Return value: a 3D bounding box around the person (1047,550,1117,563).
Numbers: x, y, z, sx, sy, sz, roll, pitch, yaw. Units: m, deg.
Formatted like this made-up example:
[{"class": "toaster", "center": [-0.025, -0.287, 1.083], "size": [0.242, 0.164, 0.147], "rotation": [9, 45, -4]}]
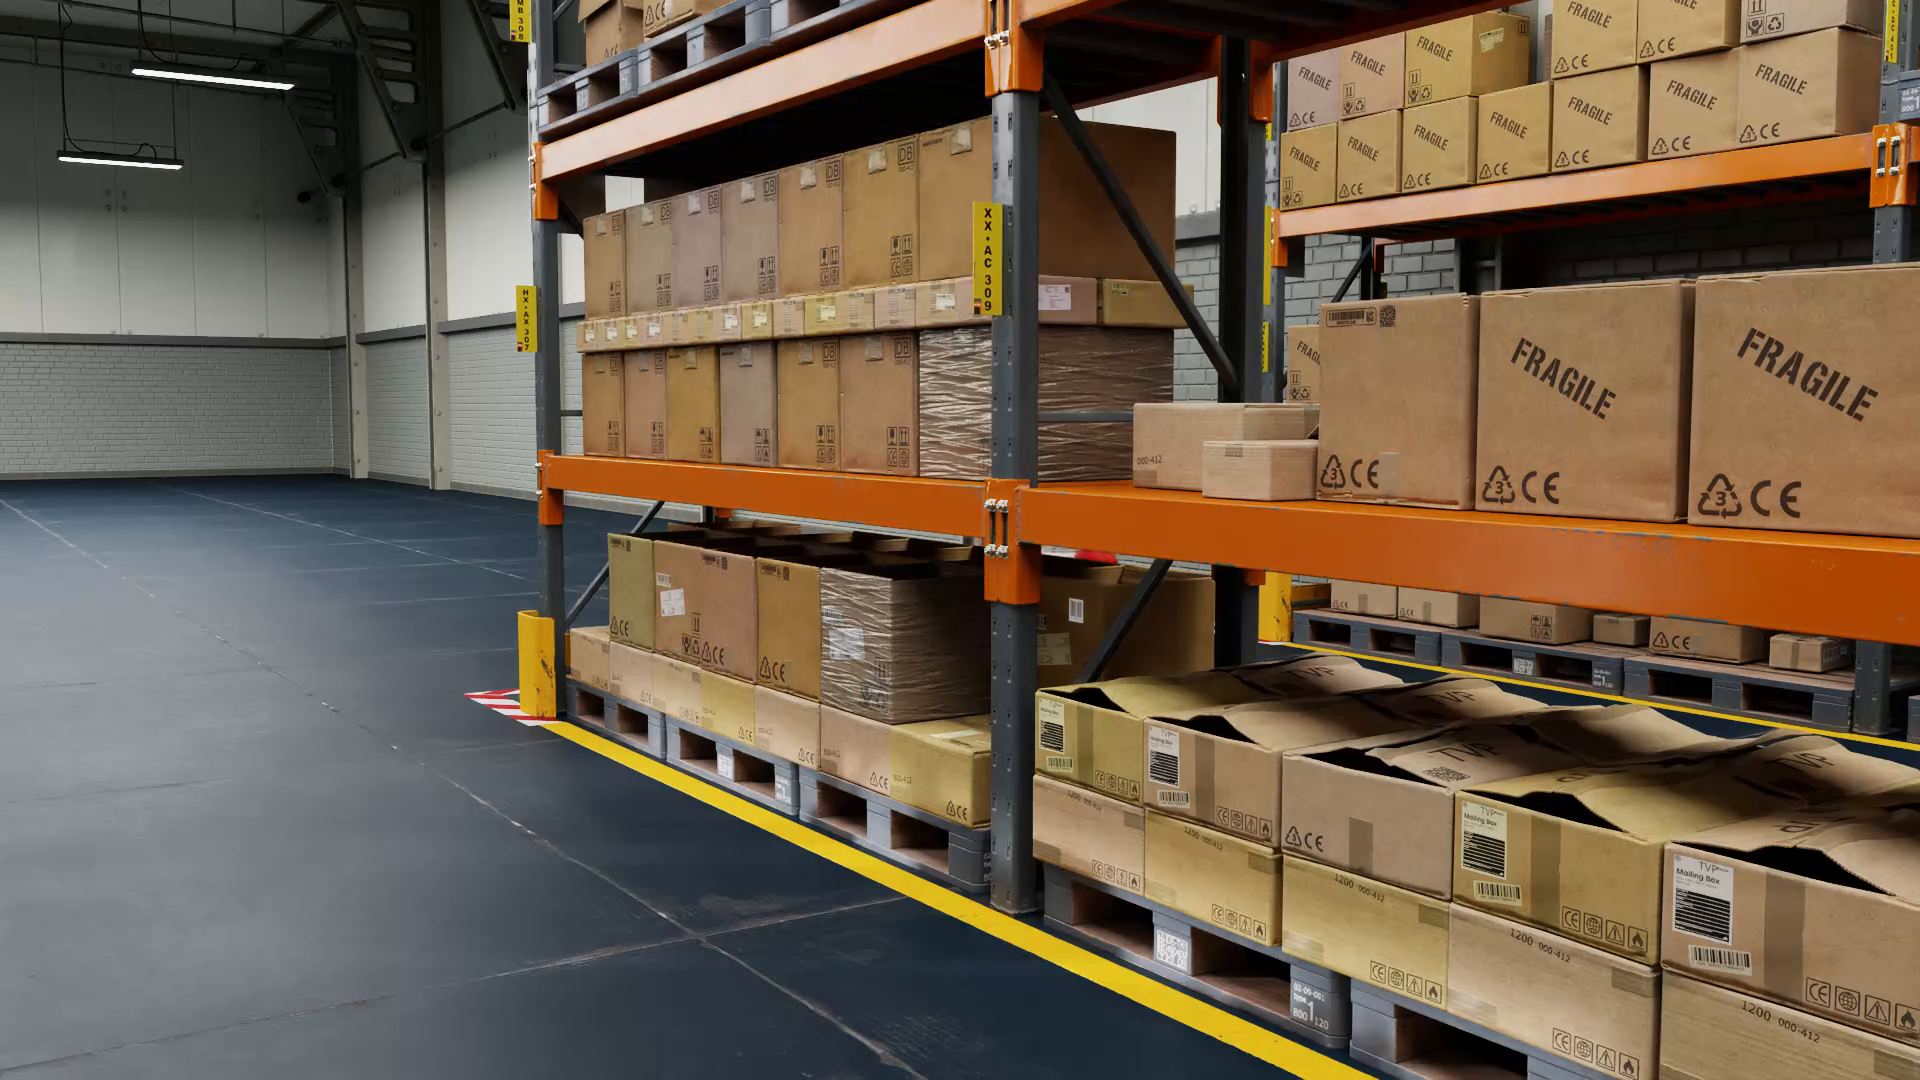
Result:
[{"class": "person", "center": [0.438, 0.435, 8.312], "size": [0.568, 0.894, 0.888], "rotation": [-3, 6, -34]}]
